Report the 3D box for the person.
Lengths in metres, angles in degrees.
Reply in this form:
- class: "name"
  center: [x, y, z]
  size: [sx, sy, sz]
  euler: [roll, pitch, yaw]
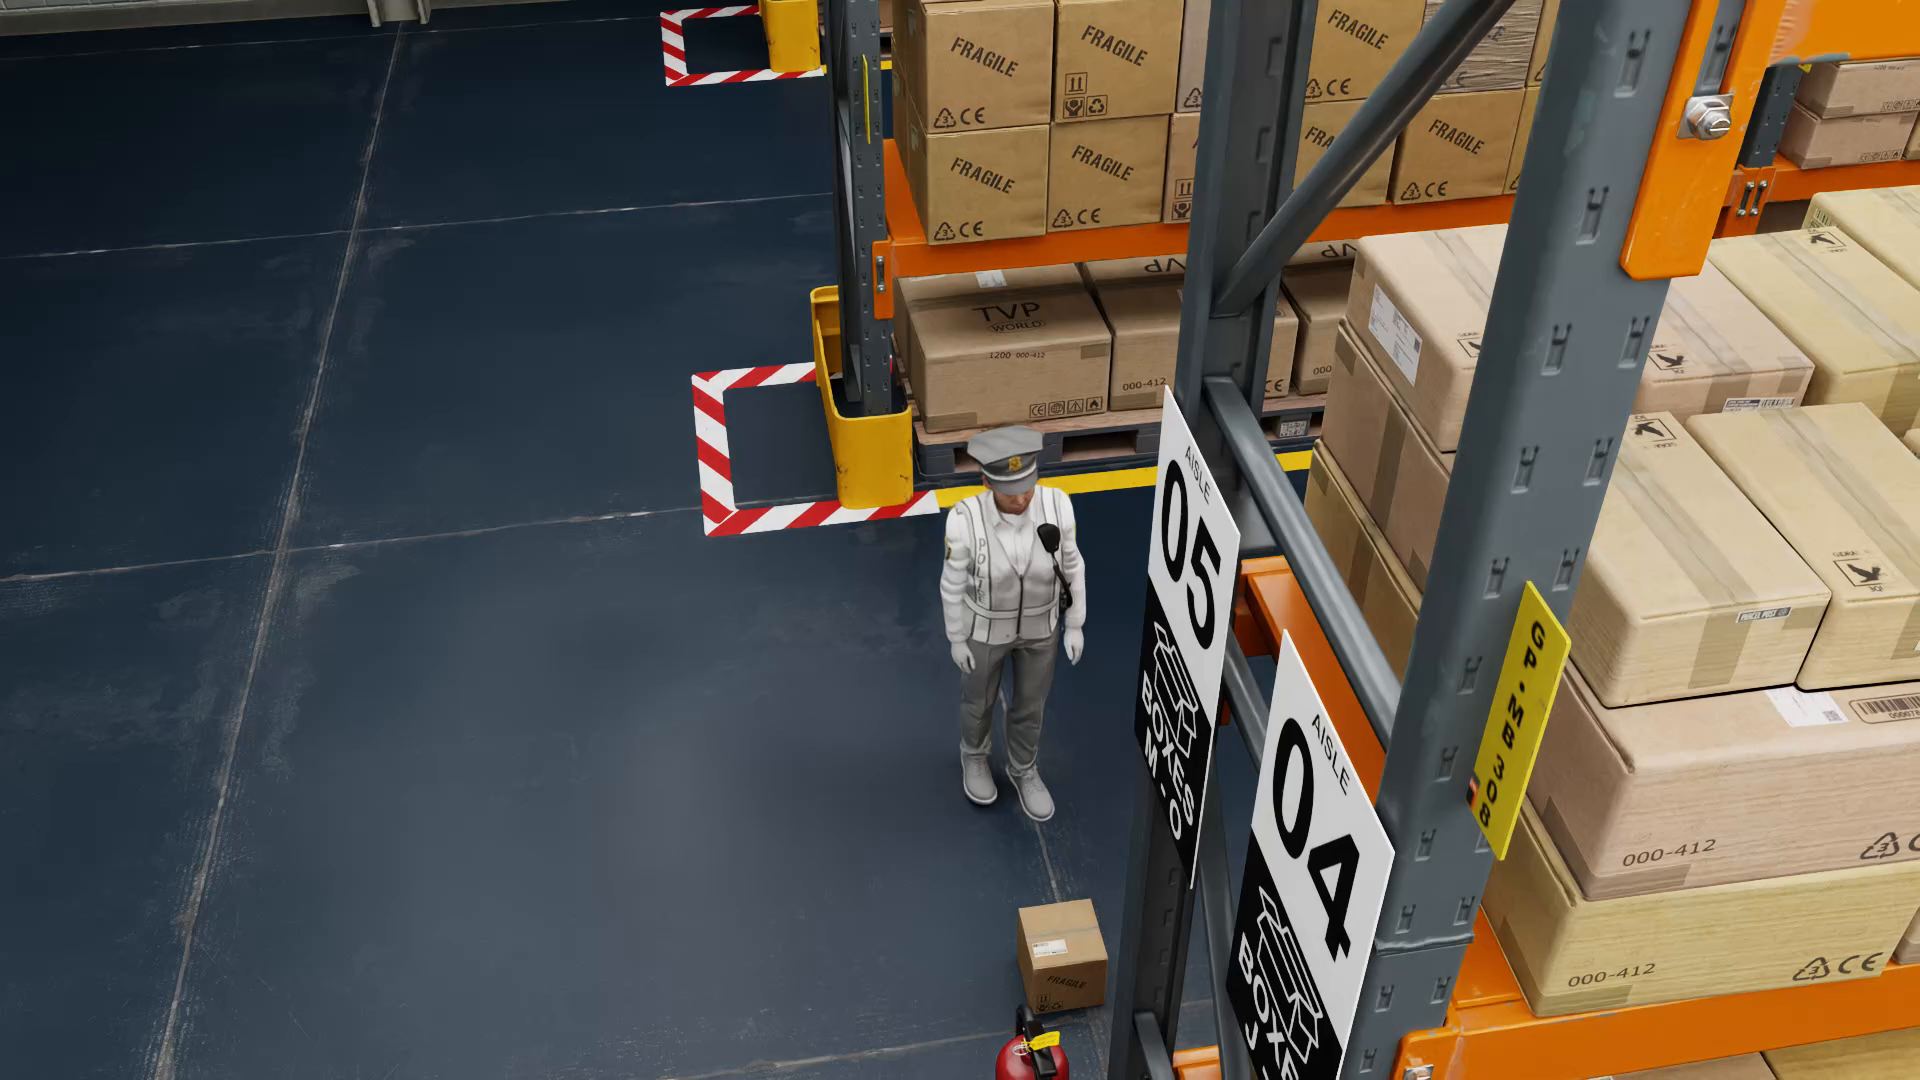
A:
- class: "person"
  center: [0.178, 0.297, 5.769]
  size: [0.499, 1.696, 0.408]
  euler: [-7, 39, -9]
